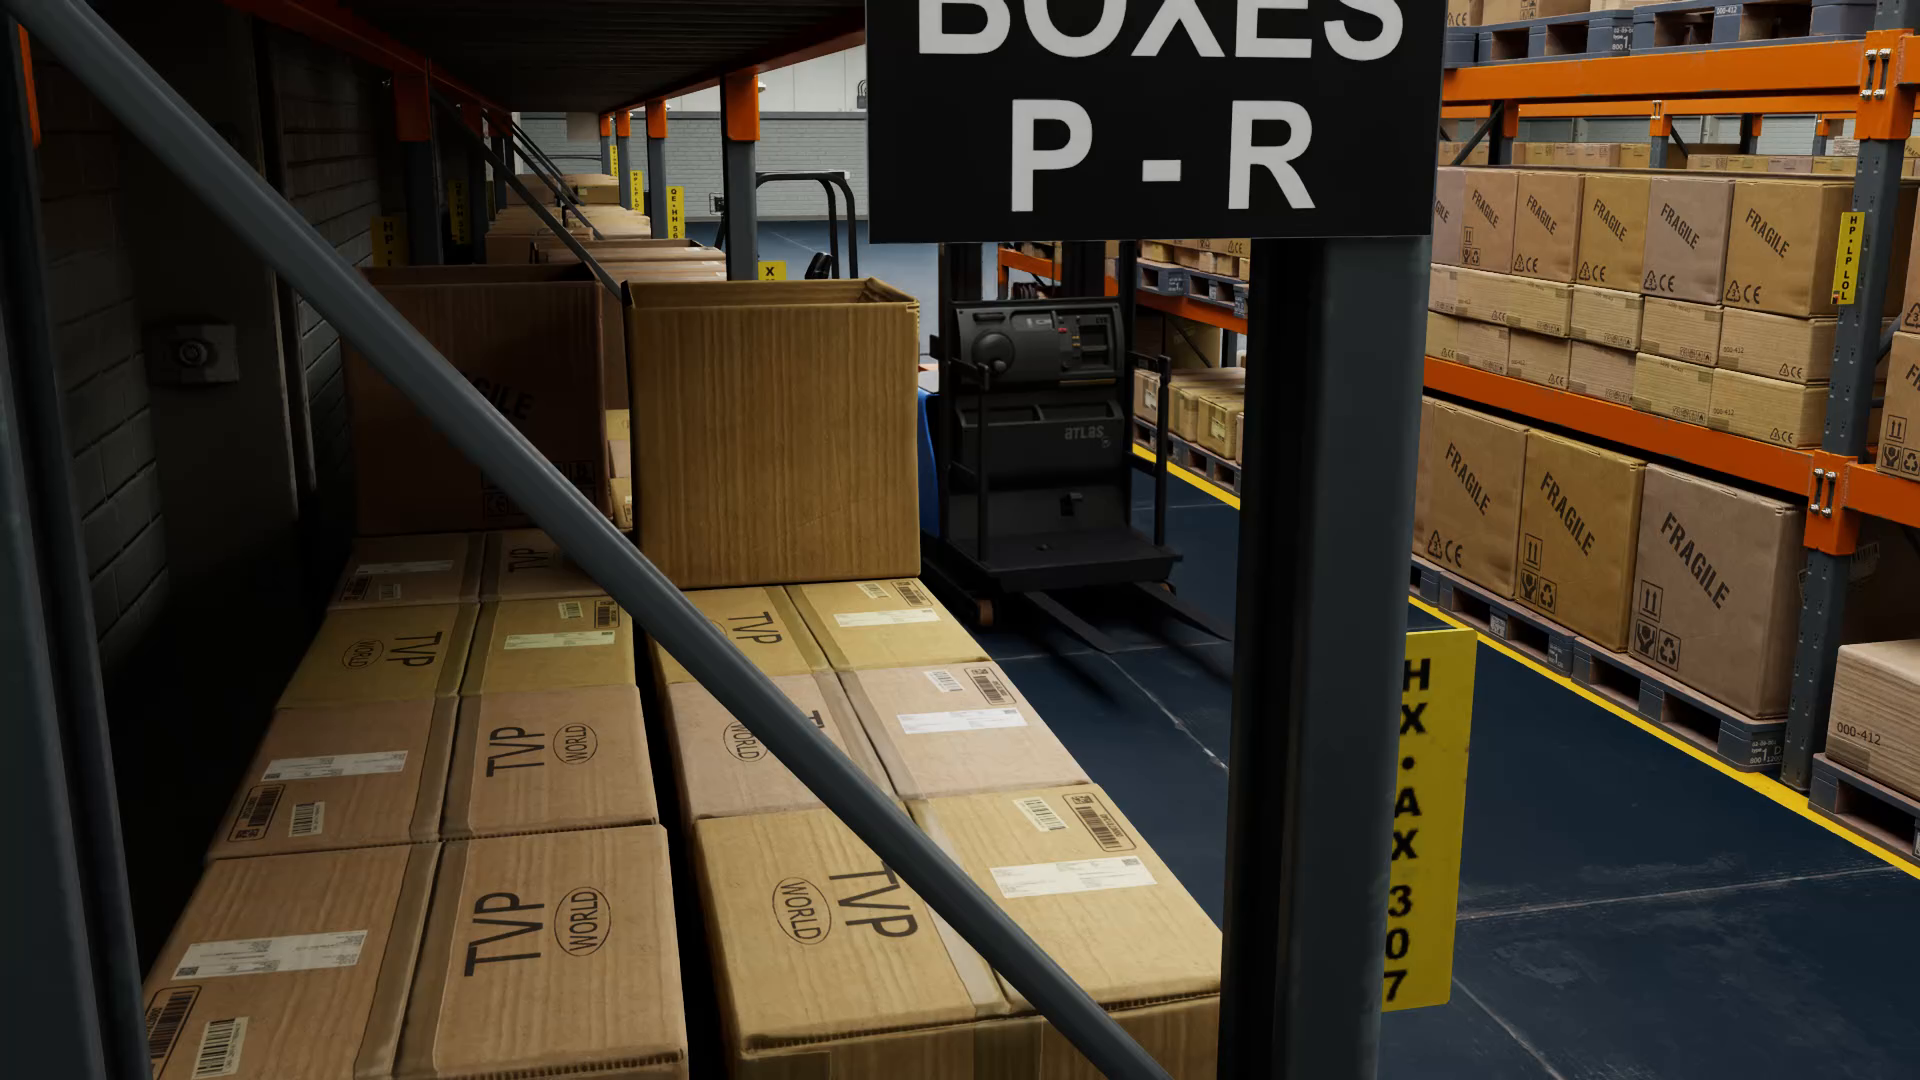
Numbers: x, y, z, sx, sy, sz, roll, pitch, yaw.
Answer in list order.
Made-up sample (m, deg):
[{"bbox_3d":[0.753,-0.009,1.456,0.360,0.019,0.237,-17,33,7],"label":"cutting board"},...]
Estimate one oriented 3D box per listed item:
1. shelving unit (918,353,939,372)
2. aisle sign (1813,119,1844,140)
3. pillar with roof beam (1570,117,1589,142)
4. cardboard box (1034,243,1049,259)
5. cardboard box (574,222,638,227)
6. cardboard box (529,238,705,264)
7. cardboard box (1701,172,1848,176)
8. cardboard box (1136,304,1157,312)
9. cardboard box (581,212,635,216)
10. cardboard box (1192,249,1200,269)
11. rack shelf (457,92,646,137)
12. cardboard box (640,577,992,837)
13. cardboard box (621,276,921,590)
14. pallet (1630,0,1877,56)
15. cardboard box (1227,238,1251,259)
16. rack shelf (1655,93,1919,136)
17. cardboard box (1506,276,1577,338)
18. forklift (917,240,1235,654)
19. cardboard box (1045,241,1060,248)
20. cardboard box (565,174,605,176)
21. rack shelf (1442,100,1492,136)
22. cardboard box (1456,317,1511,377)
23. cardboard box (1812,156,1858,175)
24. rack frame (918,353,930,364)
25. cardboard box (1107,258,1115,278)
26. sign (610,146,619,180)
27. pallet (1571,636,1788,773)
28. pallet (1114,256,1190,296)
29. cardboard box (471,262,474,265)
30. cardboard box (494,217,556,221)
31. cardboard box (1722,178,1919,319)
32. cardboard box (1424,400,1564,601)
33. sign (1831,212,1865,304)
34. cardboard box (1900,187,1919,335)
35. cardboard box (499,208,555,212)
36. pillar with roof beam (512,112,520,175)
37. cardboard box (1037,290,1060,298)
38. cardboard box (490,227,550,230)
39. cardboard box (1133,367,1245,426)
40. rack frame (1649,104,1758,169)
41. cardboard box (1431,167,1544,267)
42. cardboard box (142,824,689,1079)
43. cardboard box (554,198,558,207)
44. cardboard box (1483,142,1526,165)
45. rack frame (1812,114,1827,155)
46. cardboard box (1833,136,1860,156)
[{"bbox_3d":[-0.092,-0.625,10.459,0.258,1.200,0.503,-5,14,-18],"label":"shelving unit"},{"bbox_3d":[10.224,-5.100,19.504,0.394,0.787,0.004,-3,14,-13],"label":"aisle sign"},{"bbox_3d":[14.750,-14.150,49.383,9.100,9.000,0.548,-3,14,-13],"label":"pillar with roof beam"},{"bbox_3d":[0.941,-2.833,16.233,0.380,0.149,0.250,-3,14,-12],"label":"cardboard box"},{"bbox_3d":[-2.147,-1.853,10.114,0.380,0.149,0.250,-3,14,-13],"label":"cardboard box"},{"bbox_3d":[-1.484,-1.052,7.310,0.797,0.503,0.637,-4,14,-14],"label":"cardboard box"},{"bbox_3d":[3.630,-1.402,7.529,0.500,0.500,0.500,-4,14,-15],"label":"cardboard box"},{"bbox_3d":[1.824,-1.871,15.094,0.500,0.500,0.500,-3,14,-11],"label":"cardboard box"},{"bbox_3d":[-2.415,-2.149,11.326,0.380,0.149,0.250,-4,14,-15],"label":"cardboard box"},{"bbox_3d":[1.927,-2.063,12.196,0.380,0.149,0.250,-3,14,-13],"label":"cardboard box"},{"bbox_3d":[-2.517,-2.733,10.490,1.077,0.370,4.000,-3,14,-13],"label":"rack shelf"},{"bbox_3d":[-0.254,0.257,2.744,0.500,0.250,0.500,-4,14,-14],"label":"cardboard box"},{"bbox_3d":[-0.366,-0.220,3.117,0.500,0.500,0.500,-3,14,-12],"label":"cardboard box"},{"bbox_3d":[3.453,-2.092,6.752,0.805,0.209,1.217,-4,14,-15],"label":"pallet"},{"bbox_3d":[2.148,-2.163,11.238,0.500,0.500,0.500,-4,14,-17],"label":"cardboard box"},{"bbox_3d":[7.095,-3.310,12.850,1.077,0.370,4.000,-3,14,-13],"label":"rack shelf"},{"bbox_3d":[2.987,-1.128,7.988,0.500,0.250,0.500,-3,14,-12],"label":"cardboard box"},{"bbox_3d":[0.499,-1.068,8.622,1.130,2.935,3.031,-5,14,-18],"label":"forklift"},{"bbox_3d":[1.112,-3.002,15.557,0.500,0.500,0.500,-4,14,-14],"label":"cardboard box"},{"bbox_3d":[-3.549,-3.392,15.786,0.380,0.149,0.250,-3,14,-13],"label":"cardboard box"},{"bbox_3d":[2.307,-3.011,11.626,1.077,0.370,4.000,-3,14,-13],"label":"rack shelf"},{"bbox_3d":[2.902,-1.003,8.528,0.500,0.250,0.500,-3,14,-11],"label":"cardboard box"},{"bbox_3d":[7.106,-2.732,12.972,0.700,0.500,0.500,-3,14,-14],"label":"cardboard box"},{"bbox_3d":[-0.169,-0.680,10.684,0.240,1.200,0.015,-5,14,-18],"label":"rack frame"},{"bbox_3d":[1.465,-2.300,14.048,0.380,0.149,0.250,-3,14,-14],"label":"cardboard box"},{"bbox_3d":[-3.395,-3.714,16.371,0.100,0.325,0.005,-3,14,-13],"label":"sign"},{"bbox_3d":[3.462,0.662,7.273,1.003,0.211,1.213,-3,14,-13],"label":"pallet"},{"bbox_3d":[1.875,-2.087,13.053,1.003,0.211,1.213,-3,14,-13],"label":"pallet"},{"bbox_3d":[-2.423,-1.422,9.191,0.500,0.250,0.500,-3,14,-12],"label":"cardboard box"},{"bbox_3d":[-2.800,-2.003,10.729,0.380,0.149,0.250,-3,14,-13],"label":"cardboard box"},{"bbox_3d":[3.367,-1.142,6.465,0.500,0.500,0.500,-3,14,-11],"label":"cardboard box"},{"bbox_3d":[3.064,-0.244,8.696,0.875,0.875,0.875,-3,14,-13],"label":"cardboard box"},{"bbox_3d":[3.191,-1.010,5.970,0.100,0.325,0.005,-3,14,-13],"label":"sign"},{"bbox_3d":[3.593,-0.930,5.595,0.500,0.500,0.500,-3,14,-13],"label":"cardboard box"},{"bbox_3d":[-3.101,-2.293,11.914,0.380,0.149,0.250,-4,14,-15],"label":"cardboard box"},{"bbox_3d":[-6.091,-11.490,38.495,9.100,9.000,0.400,-3,14,-13],"label":"pillar with roof beam"},{"bbox_3d":[0.952,-2.192,16.409,0.500,0.500,0.500,-4,14,-15],"label":"cardboard box"},{"bbox_3d":[-2.492,-1.709,9.524,0.380,0.149,0.250,-3,14,-13],"label":"cardboard box"},{"bbox_3d":[1.963,-1.171,13.552,0.950,0.372,0.625,-3,14,-12],"label":"cardboard box"},{"bbox_3d":[6.625,-2.664,15.009,1.000,3.000,0.127,-3,14,-13],"label":"rack frame"},{"bbox_3d":[2.781,-1.735,8.889,0.500,0.500,0.500,-3,14,-13],"label":"cardboard box"},{"bbox_3d":[-0.534,0.518,1.674,0.500,0.250,0.500,-3,14,-12],"label":"cardboard box"},{"bbox_3d":[-3.525,-2.748,13.777,0.380,0.149,0.250,-3,14,-11],"label":"cardboard box"},{"bbox_3d":[5.953,-3.838,17.223,0.875,0.550,0.550,-3,14,-13],"label":"cardboard box"},{"bbox_3d":[10.531,-3.840,19.823,1.000,3.000,0.127,-3,14,-13],"label":"rack frame"},{"bbox_3d":[10.395,-4.376,19.075,0.500,0.500,0.500,-3,14,-13],"label":"cardboard box"}]
